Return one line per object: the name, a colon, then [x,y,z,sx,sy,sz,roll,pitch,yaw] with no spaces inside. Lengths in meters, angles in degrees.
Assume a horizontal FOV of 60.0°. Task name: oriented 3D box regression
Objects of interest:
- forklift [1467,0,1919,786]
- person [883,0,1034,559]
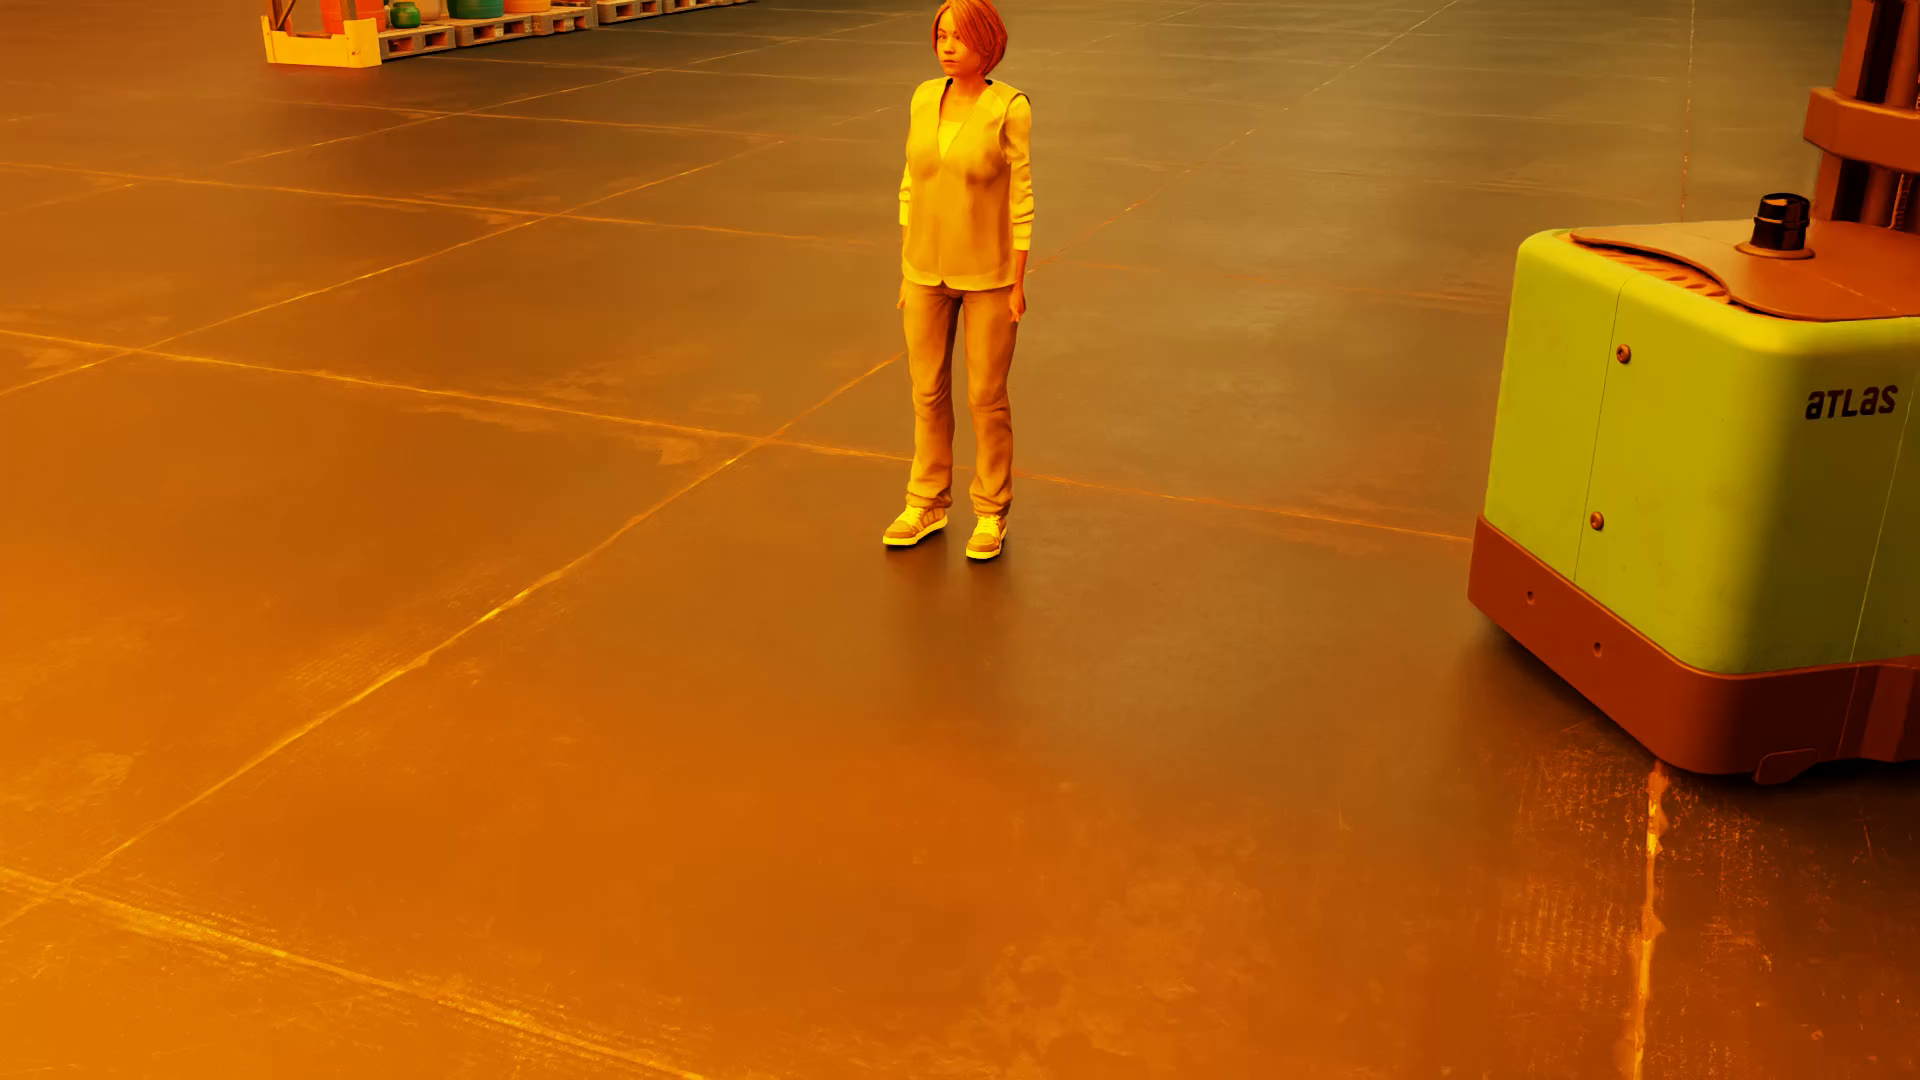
forklift: [2.954,-1.084,3.886,3.031,2.935,1.130,-5,23,-12]
person: [0.002,-0.737,4.783,0.409,1.602,0.327,9,24,21]
